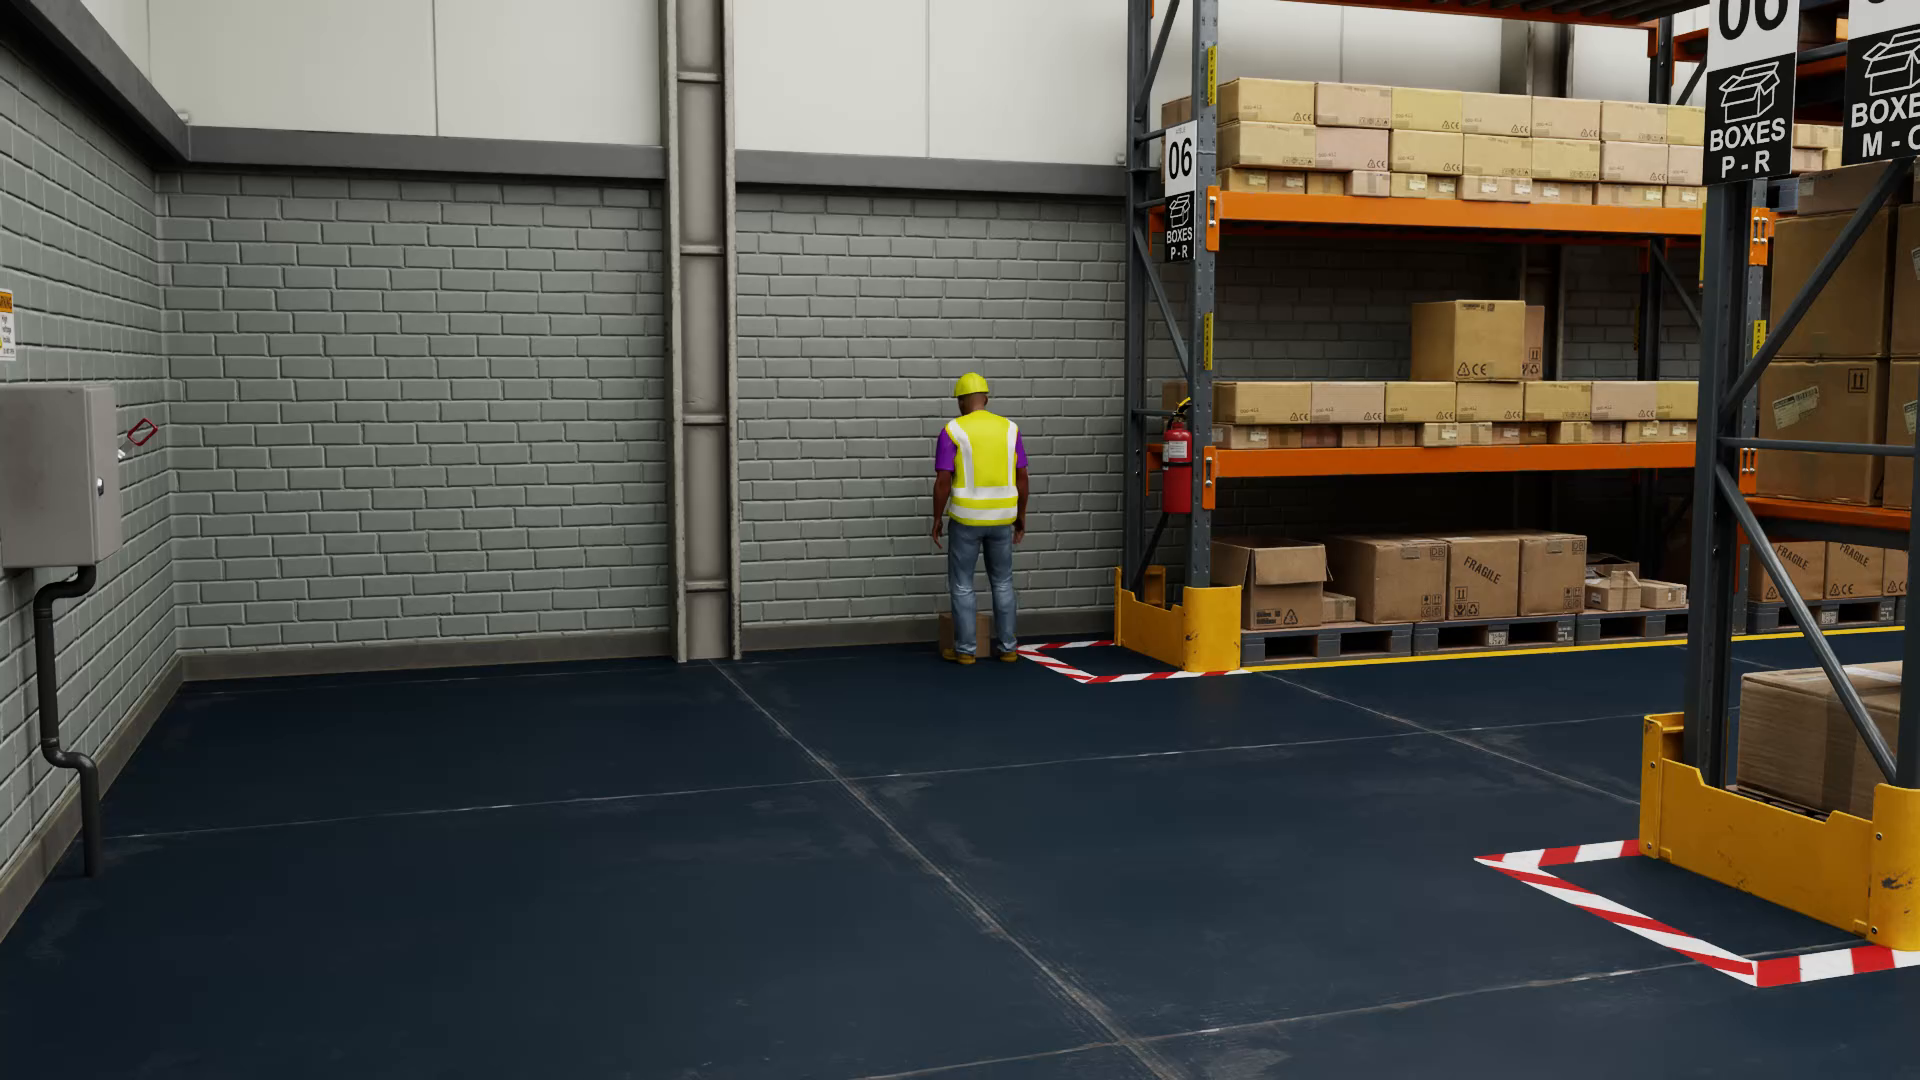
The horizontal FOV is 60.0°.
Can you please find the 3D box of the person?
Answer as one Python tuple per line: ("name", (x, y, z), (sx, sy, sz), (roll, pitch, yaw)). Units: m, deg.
("person", (0.106, -0.135, 10.092), (0.637, 1.761, 0.456), (-2, 6, -21))
